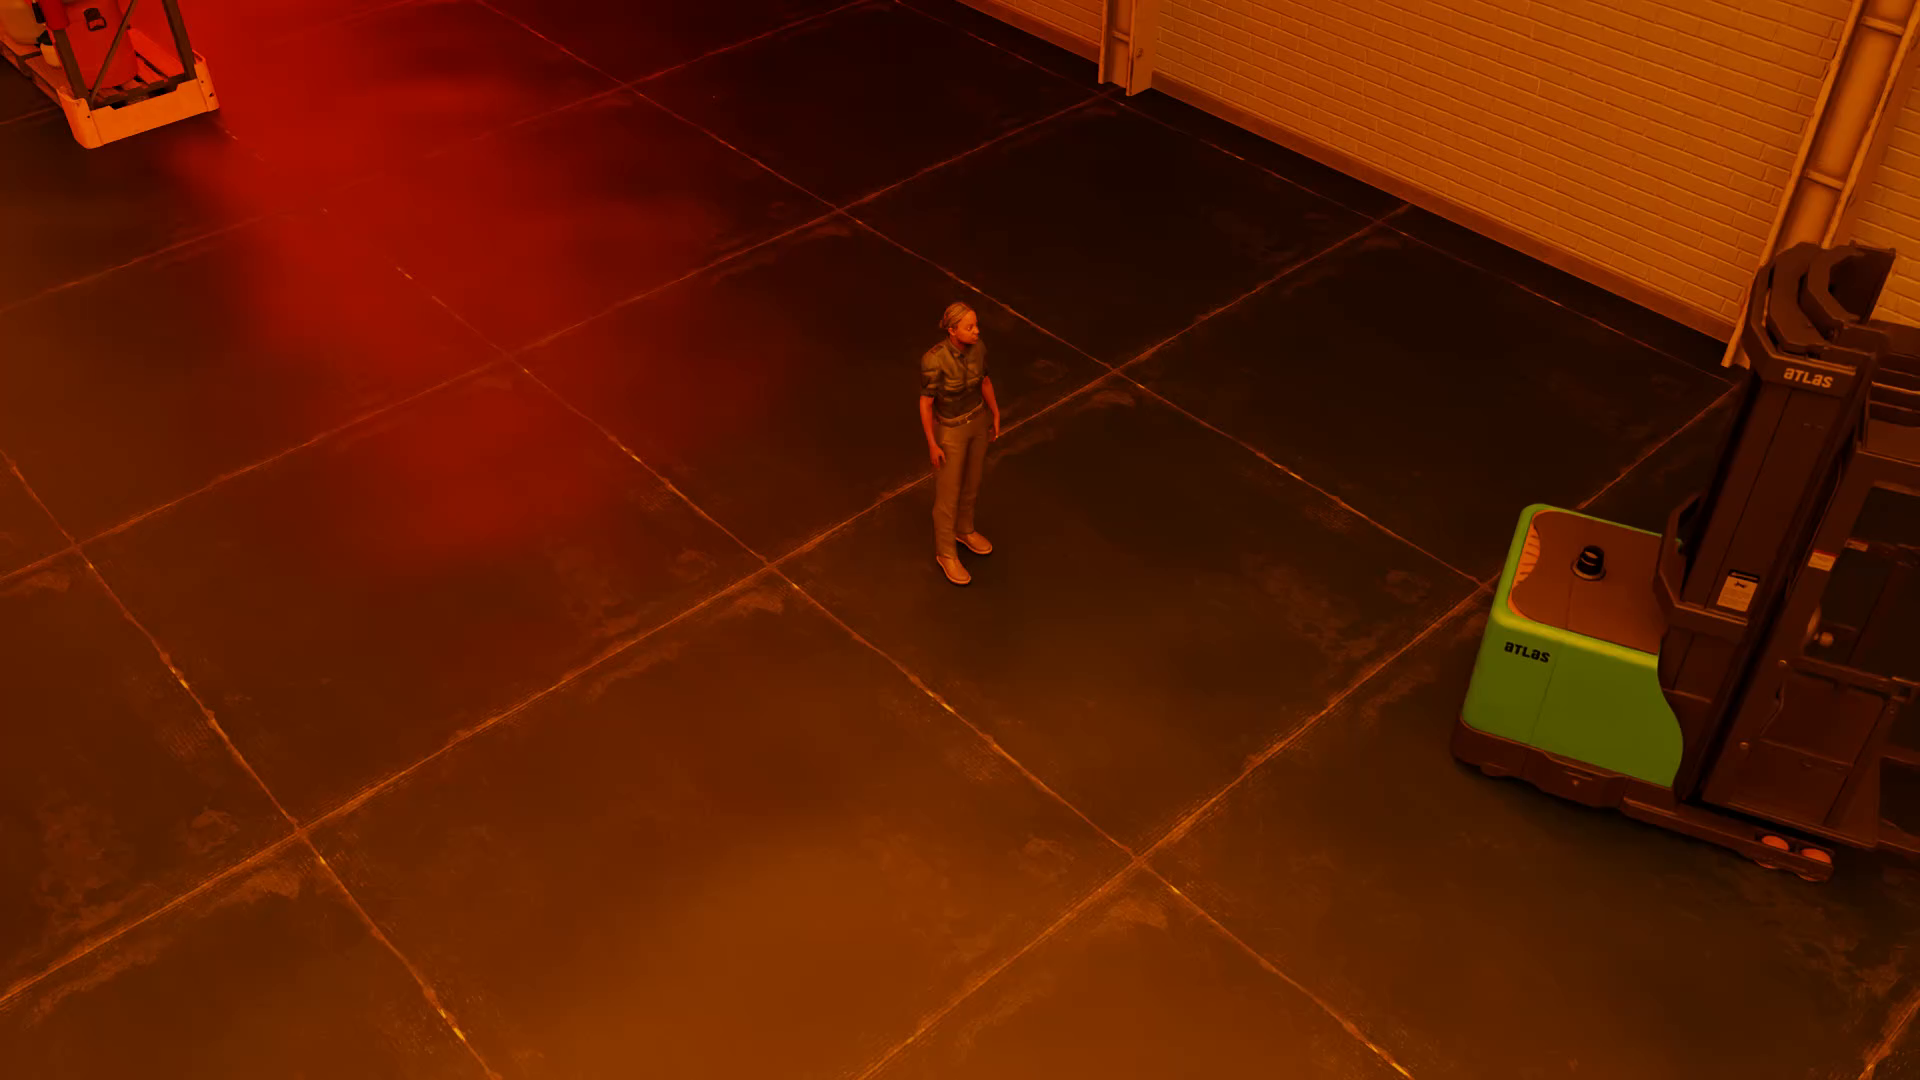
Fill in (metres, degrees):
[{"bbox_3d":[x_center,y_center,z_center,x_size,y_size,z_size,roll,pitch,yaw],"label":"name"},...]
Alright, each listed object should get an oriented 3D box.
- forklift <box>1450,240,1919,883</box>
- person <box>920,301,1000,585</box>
[{"bbox_3d":[4.148,0.176,7.705,3.031,2.935,1.130,16,43,18],"label":"forklift"},{"bbox_3d":[0.045,-0.581,9.547,0.569,1.656,0.503,-31,50,-31],"label":"person"}]
